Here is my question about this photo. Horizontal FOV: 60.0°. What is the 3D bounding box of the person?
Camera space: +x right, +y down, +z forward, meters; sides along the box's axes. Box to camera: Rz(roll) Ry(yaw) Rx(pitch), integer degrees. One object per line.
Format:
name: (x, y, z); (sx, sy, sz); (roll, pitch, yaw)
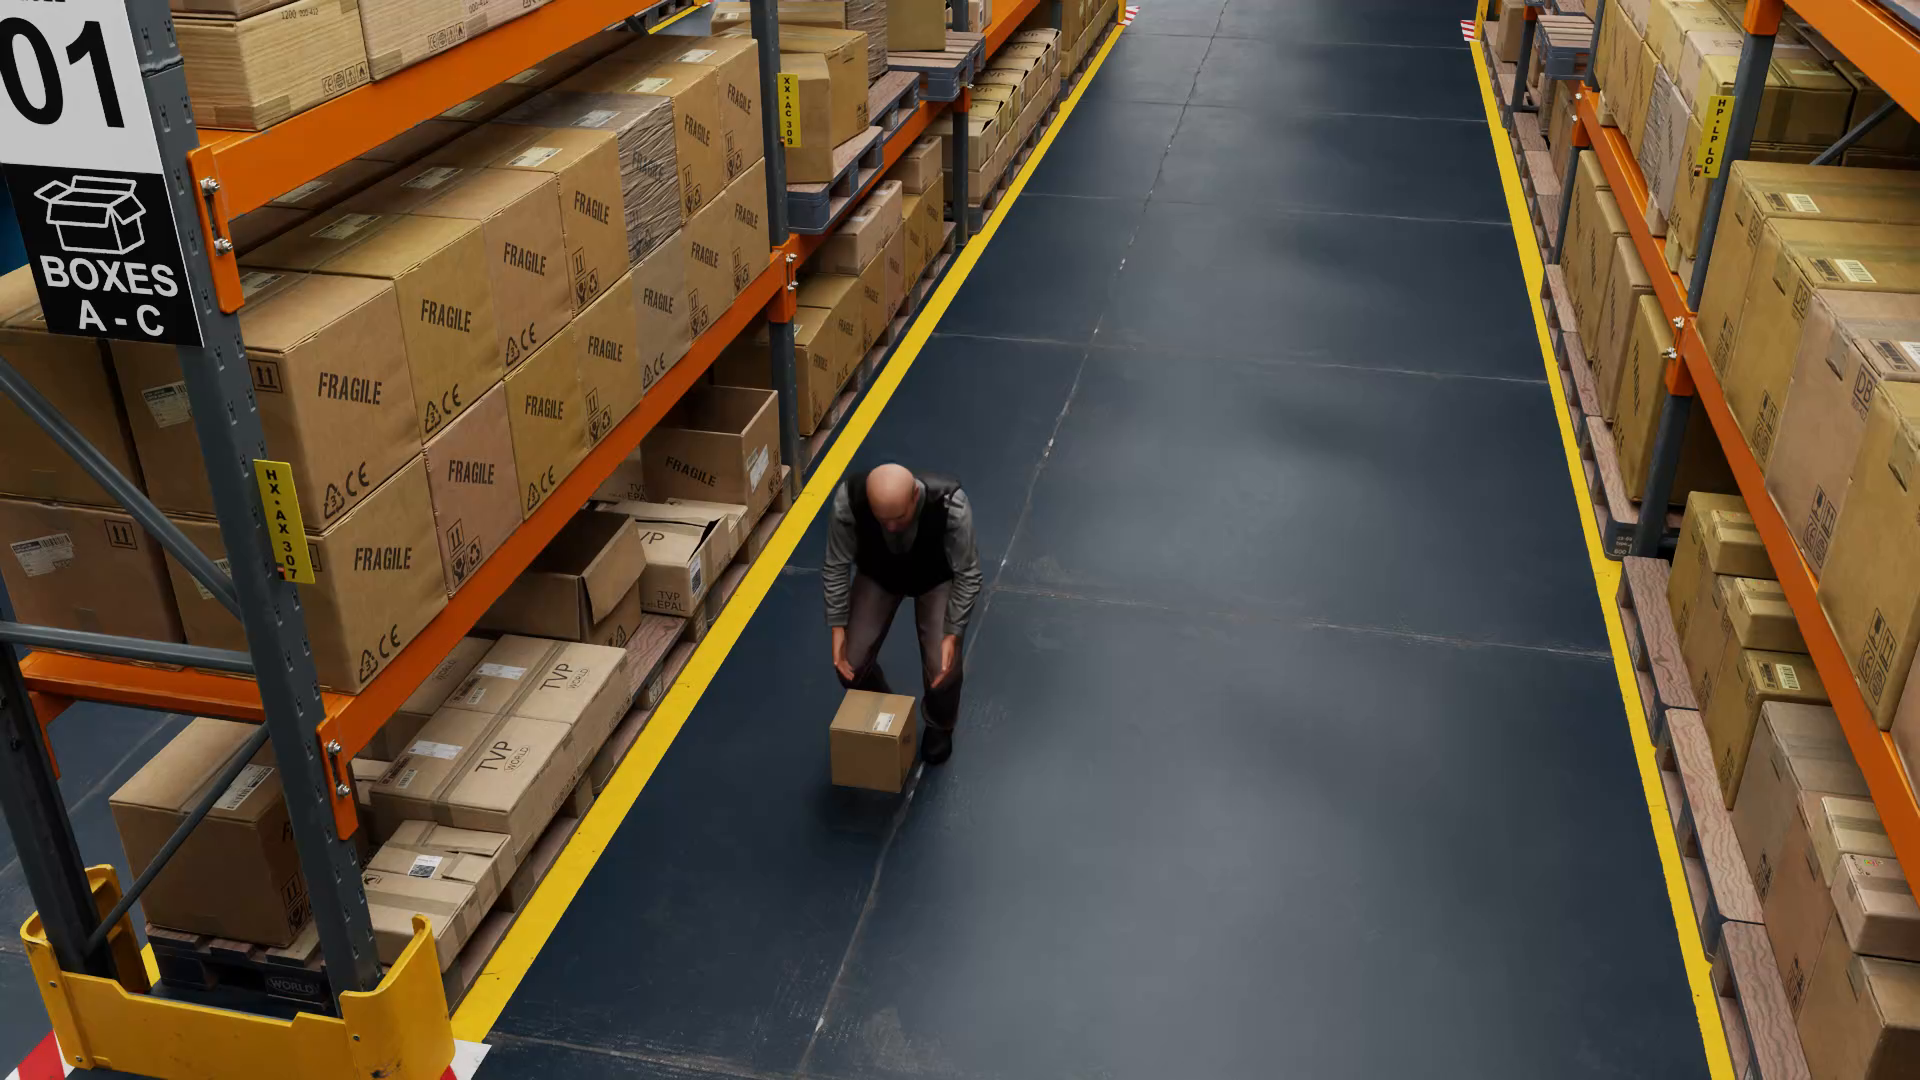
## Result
person: (-0.188, 0.220, 6.144); (0.591, 1.348, 0.720); (6, 29, 11)
